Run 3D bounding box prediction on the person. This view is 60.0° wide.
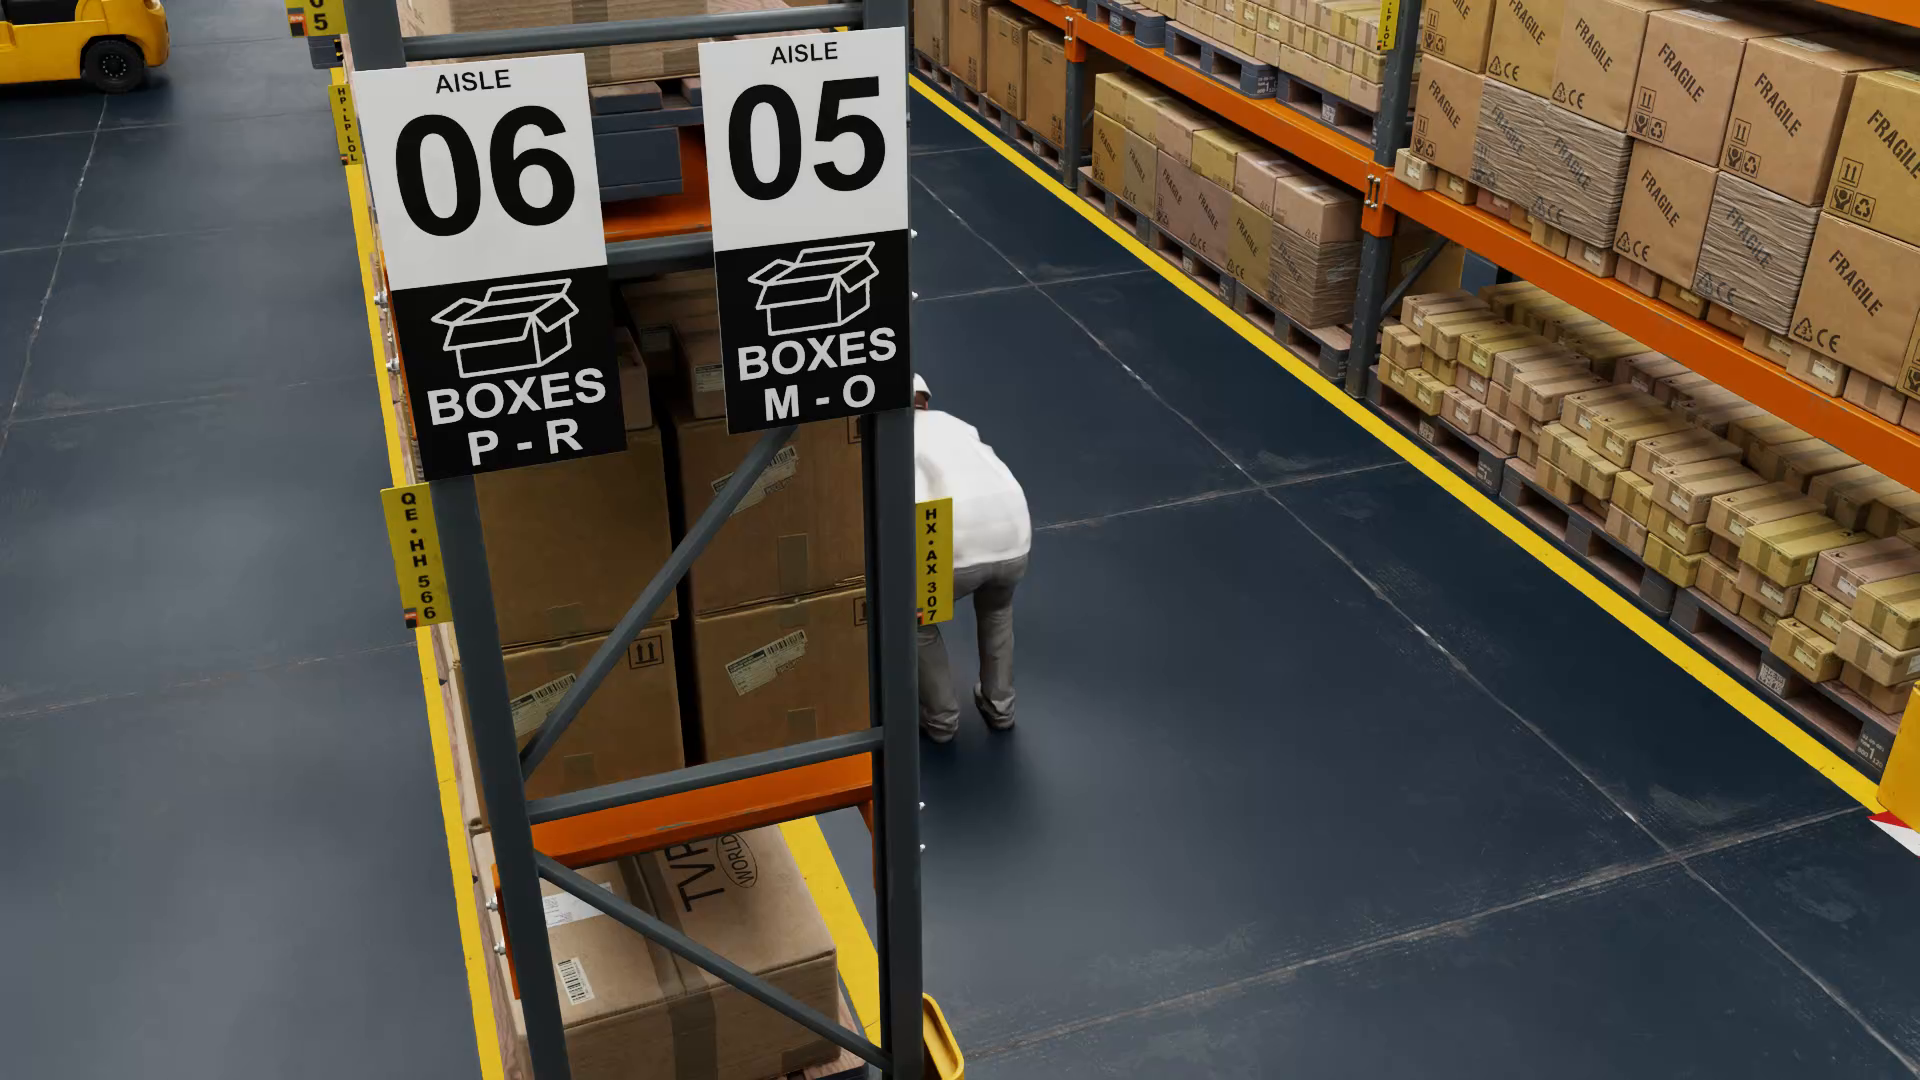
[{"bbox_3d":[-0.078,0.059,6.492,0.483,1.286,0.959,-12,32,-20],"label":"person"}]
